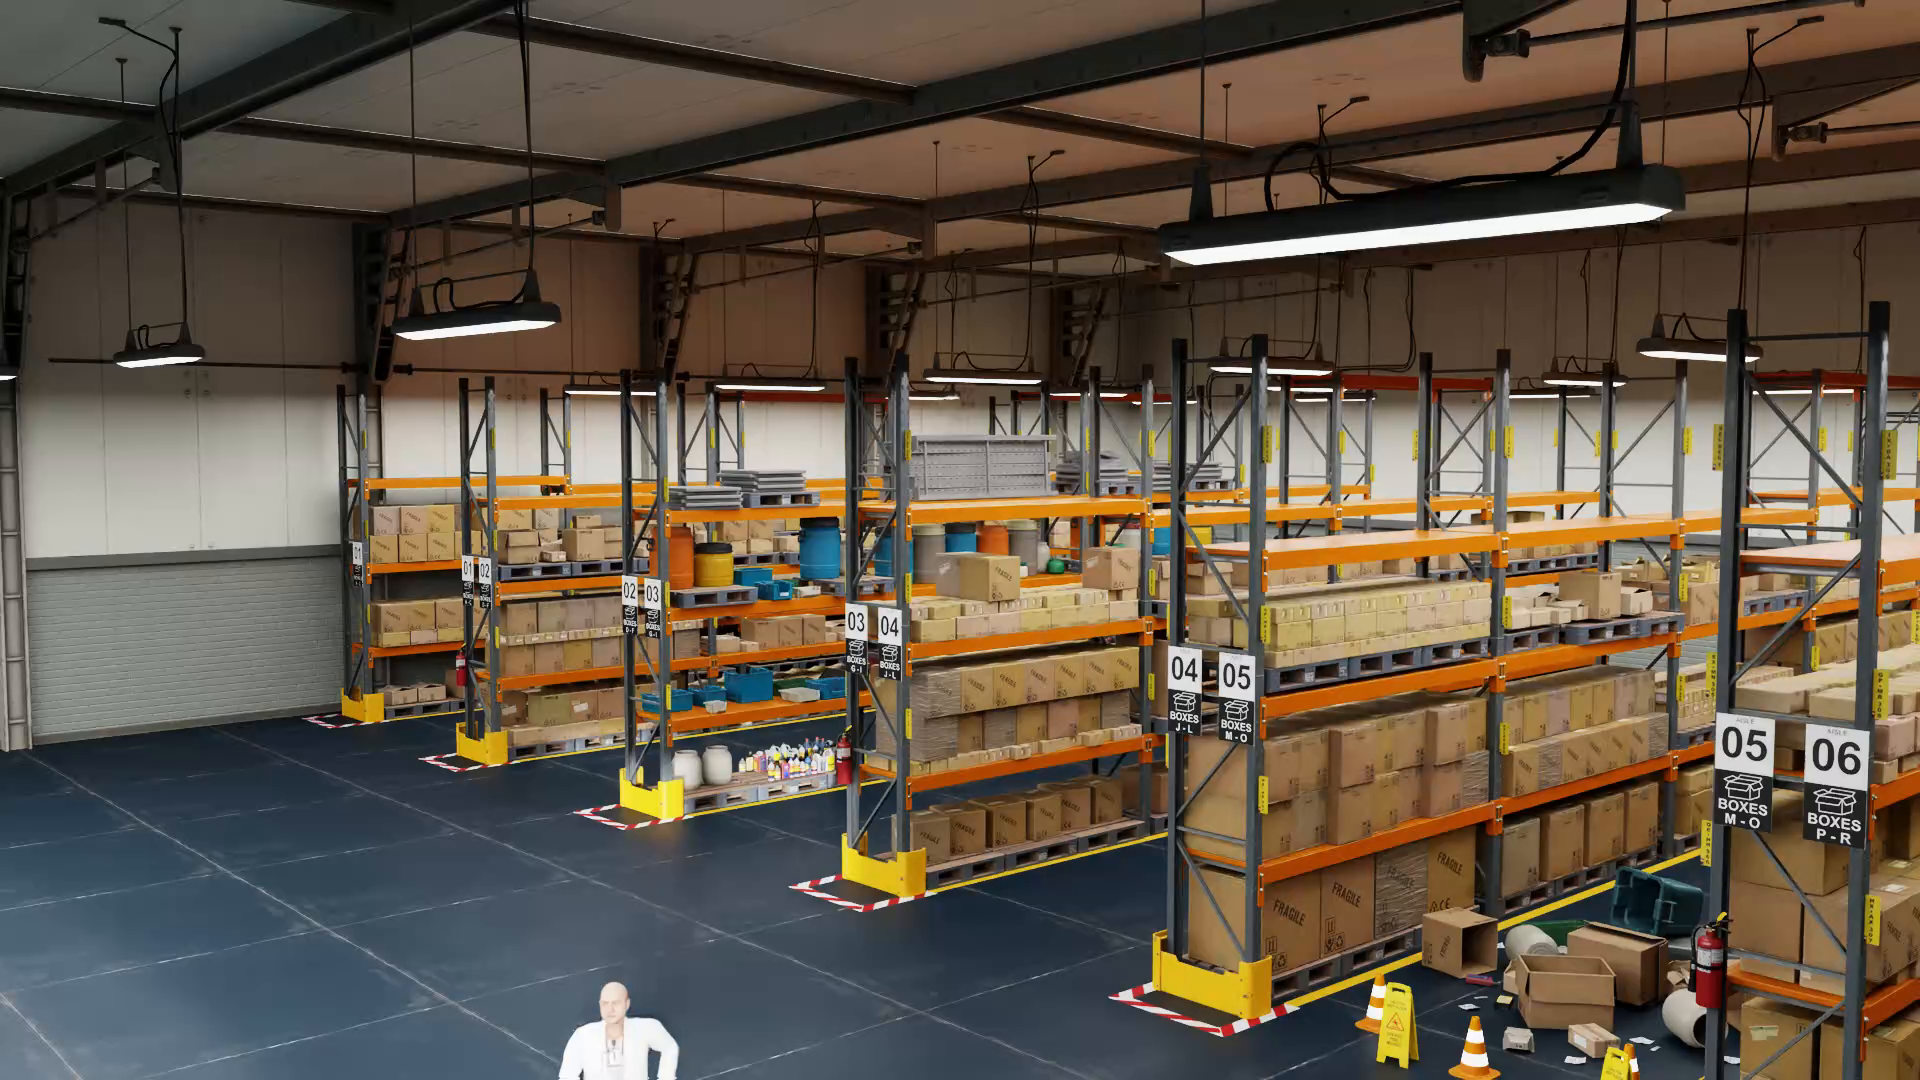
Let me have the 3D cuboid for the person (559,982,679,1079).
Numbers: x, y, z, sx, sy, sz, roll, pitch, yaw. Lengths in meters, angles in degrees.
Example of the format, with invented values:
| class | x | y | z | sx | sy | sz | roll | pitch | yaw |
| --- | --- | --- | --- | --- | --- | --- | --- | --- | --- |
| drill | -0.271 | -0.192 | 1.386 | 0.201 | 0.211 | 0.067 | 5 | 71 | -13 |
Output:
| class | x | y | z | sx | sy | sz | roll | pitch | yaw |
| --- | --- | --- | --- | --- | --- | --- | --- | --- | --- |
| person | -2.116 | 3.622 | 10.308 | 0.723 | 1.771 | 1.017 | 0 | 4 | -6 |
